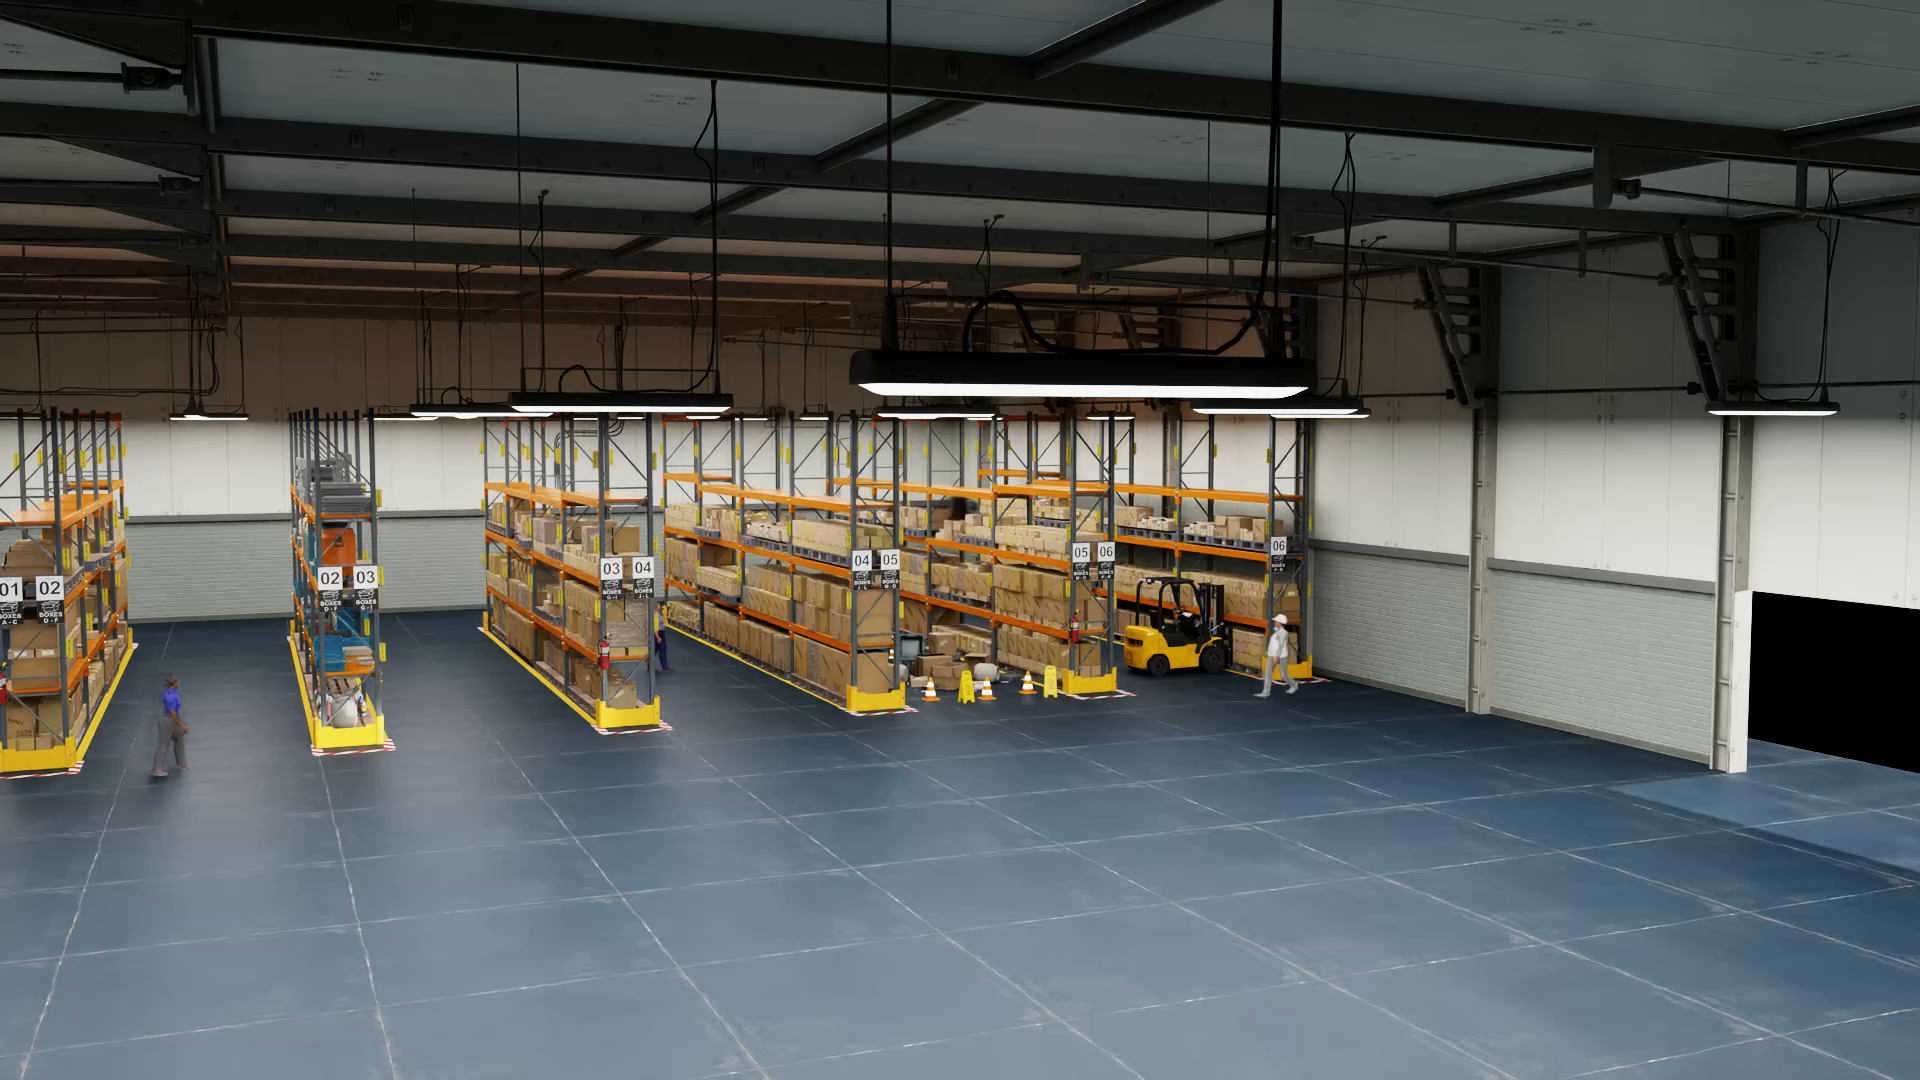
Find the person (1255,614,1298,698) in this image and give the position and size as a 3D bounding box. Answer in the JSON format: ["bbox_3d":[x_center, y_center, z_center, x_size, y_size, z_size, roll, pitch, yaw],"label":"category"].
[{"bbox_3d":[6.655,2.424,34.746,0.980,1.745,0.491,-3,5,-38],"label":"person"}]

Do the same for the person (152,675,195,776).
[{"bbox_3d":[-12.898,3.013,27.206,0.582,1.665,0.626,-1,4,-15],"label":"person"}]

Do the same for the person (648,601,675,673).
[{"bbox_3d":[-6.907,2.233,38.290,0.570,1.631,0.519,1,4,11],"label":"person"}]

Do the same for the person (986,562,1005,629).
[{"bbox_3d":[0.917,1.459,44.024,0.604,1.781,0.617,-1,4,-13],"label":"person"}]
